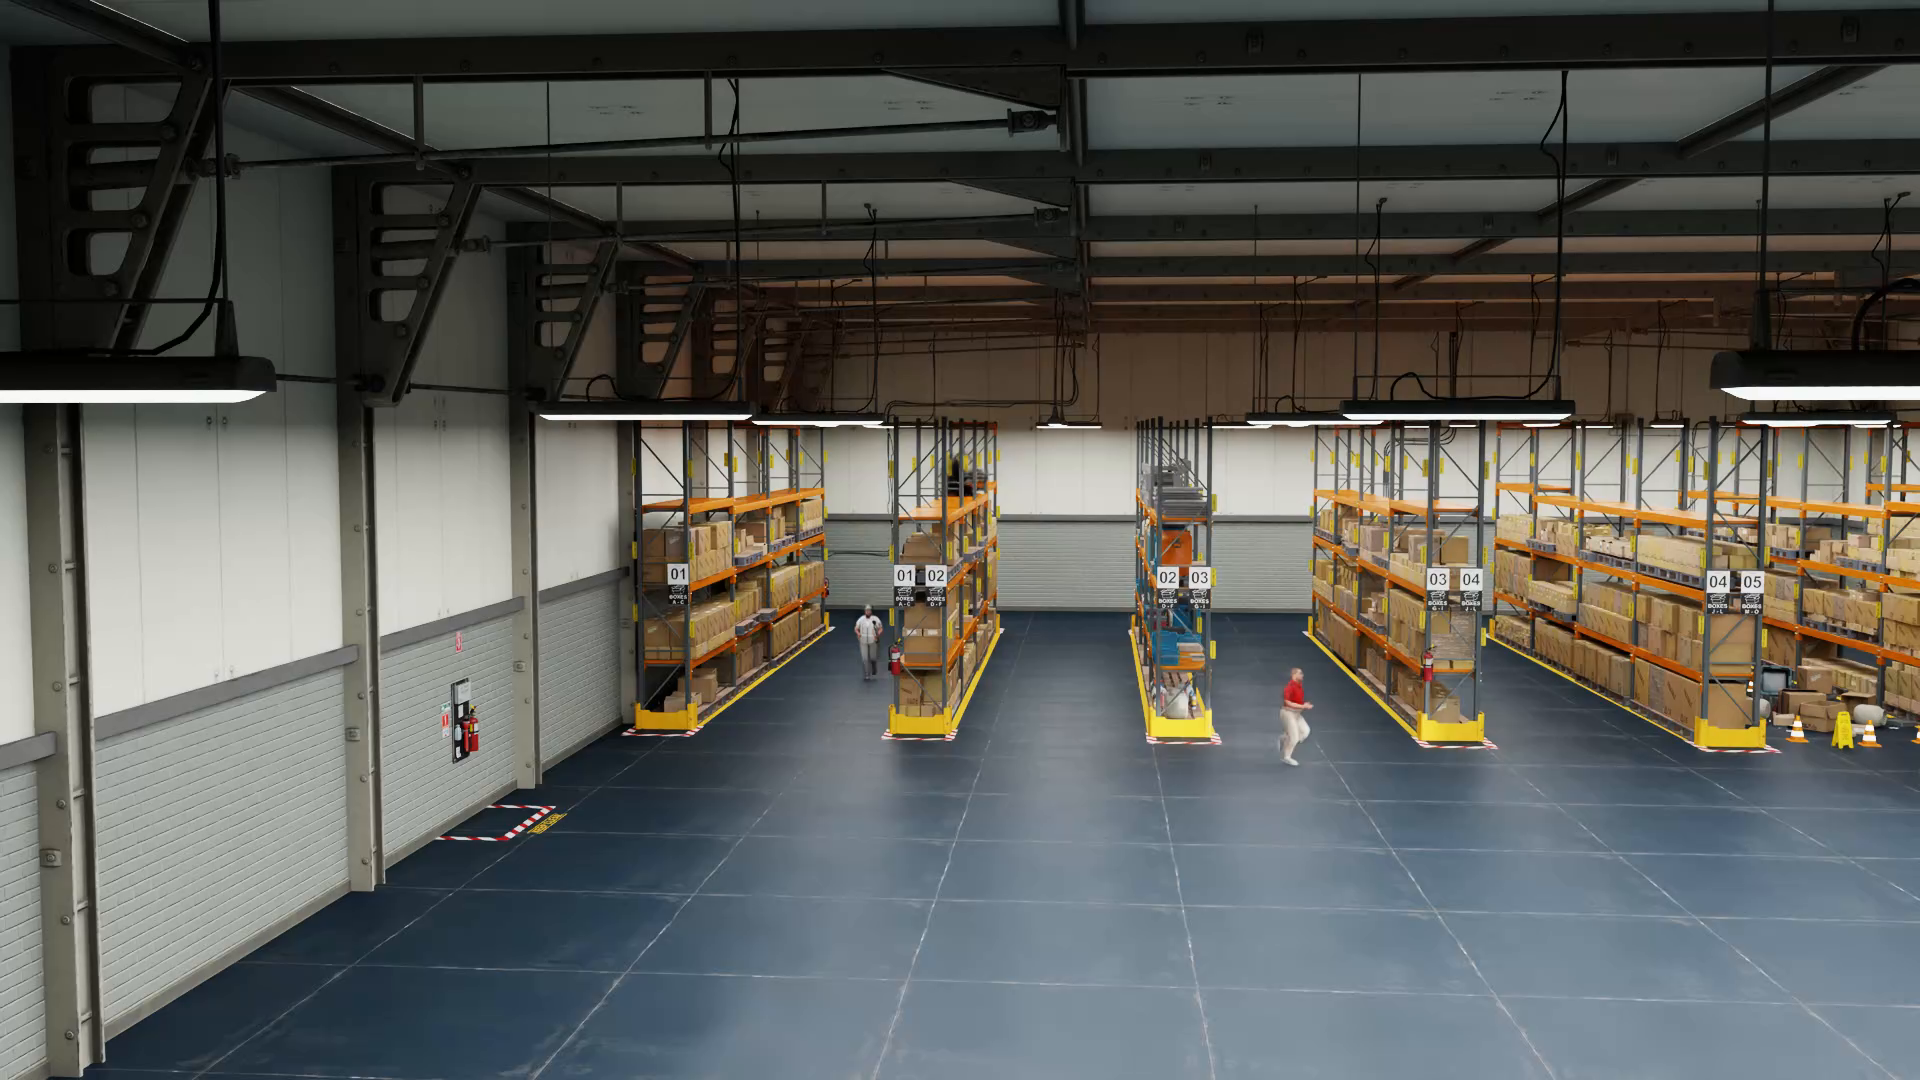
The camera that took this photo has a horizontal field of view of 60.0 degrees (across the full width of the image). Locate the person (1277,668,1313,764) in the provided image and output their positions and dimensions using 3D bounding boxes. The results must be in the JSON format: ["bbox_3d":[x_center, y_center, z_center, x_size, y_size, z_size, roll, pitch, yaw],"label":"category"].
[{"bbox_3d":[5.774,3.027,28.614,0.672,1.680,0.706,2,4,31],"label":"person"}]

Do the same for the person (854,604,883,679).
[{"bbox_3d":[-2.120,2.342,38.455,0.659,1.732,0.622,0,4,1],"label":"person"}]
